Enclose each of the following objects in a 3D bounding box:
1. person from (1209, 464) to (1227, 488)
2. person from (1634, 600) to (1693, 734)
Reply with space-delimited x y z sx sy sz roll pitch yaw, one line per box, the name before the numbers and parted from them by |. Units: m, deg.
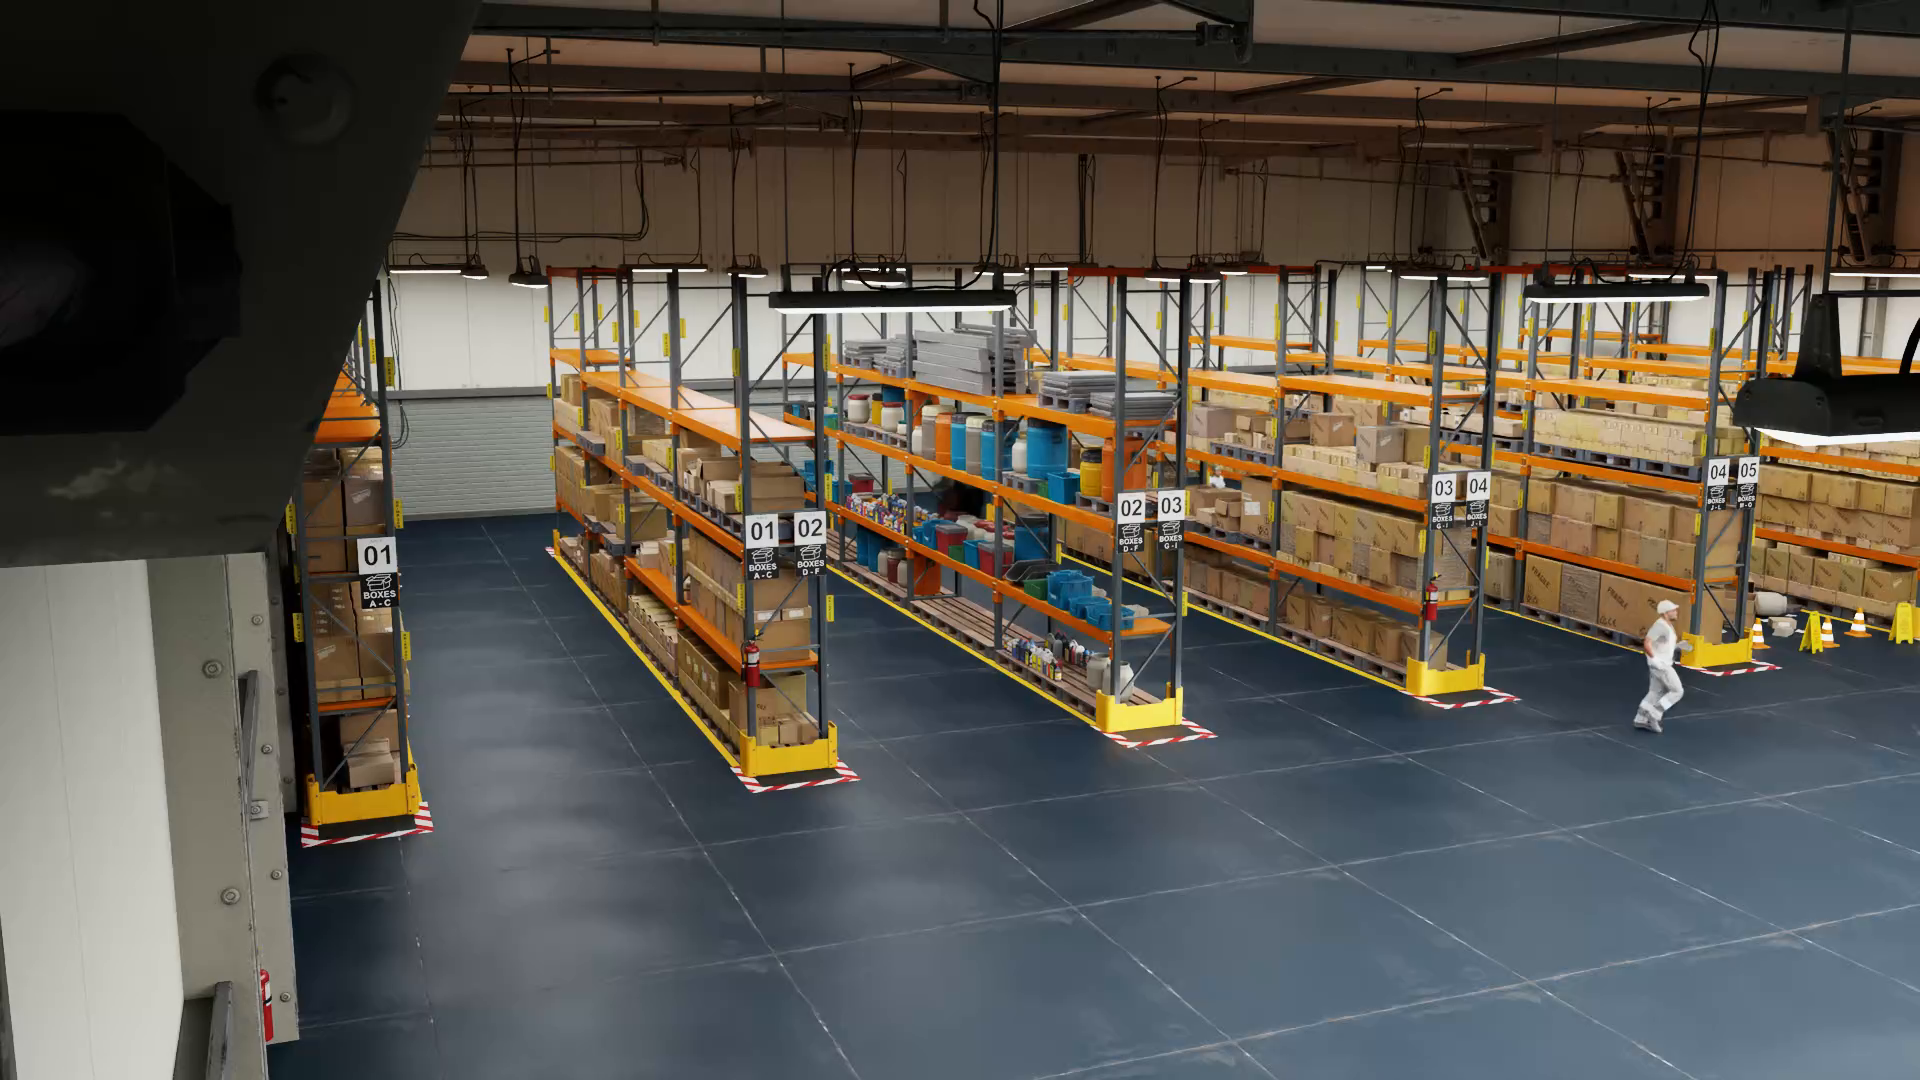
person | 5.635 -0.843 36.467 0.620 1.672 0.940 -4 11 -23
person | 9.325 1.667 21.990 0.667 1.770 0.624 3 10 19
